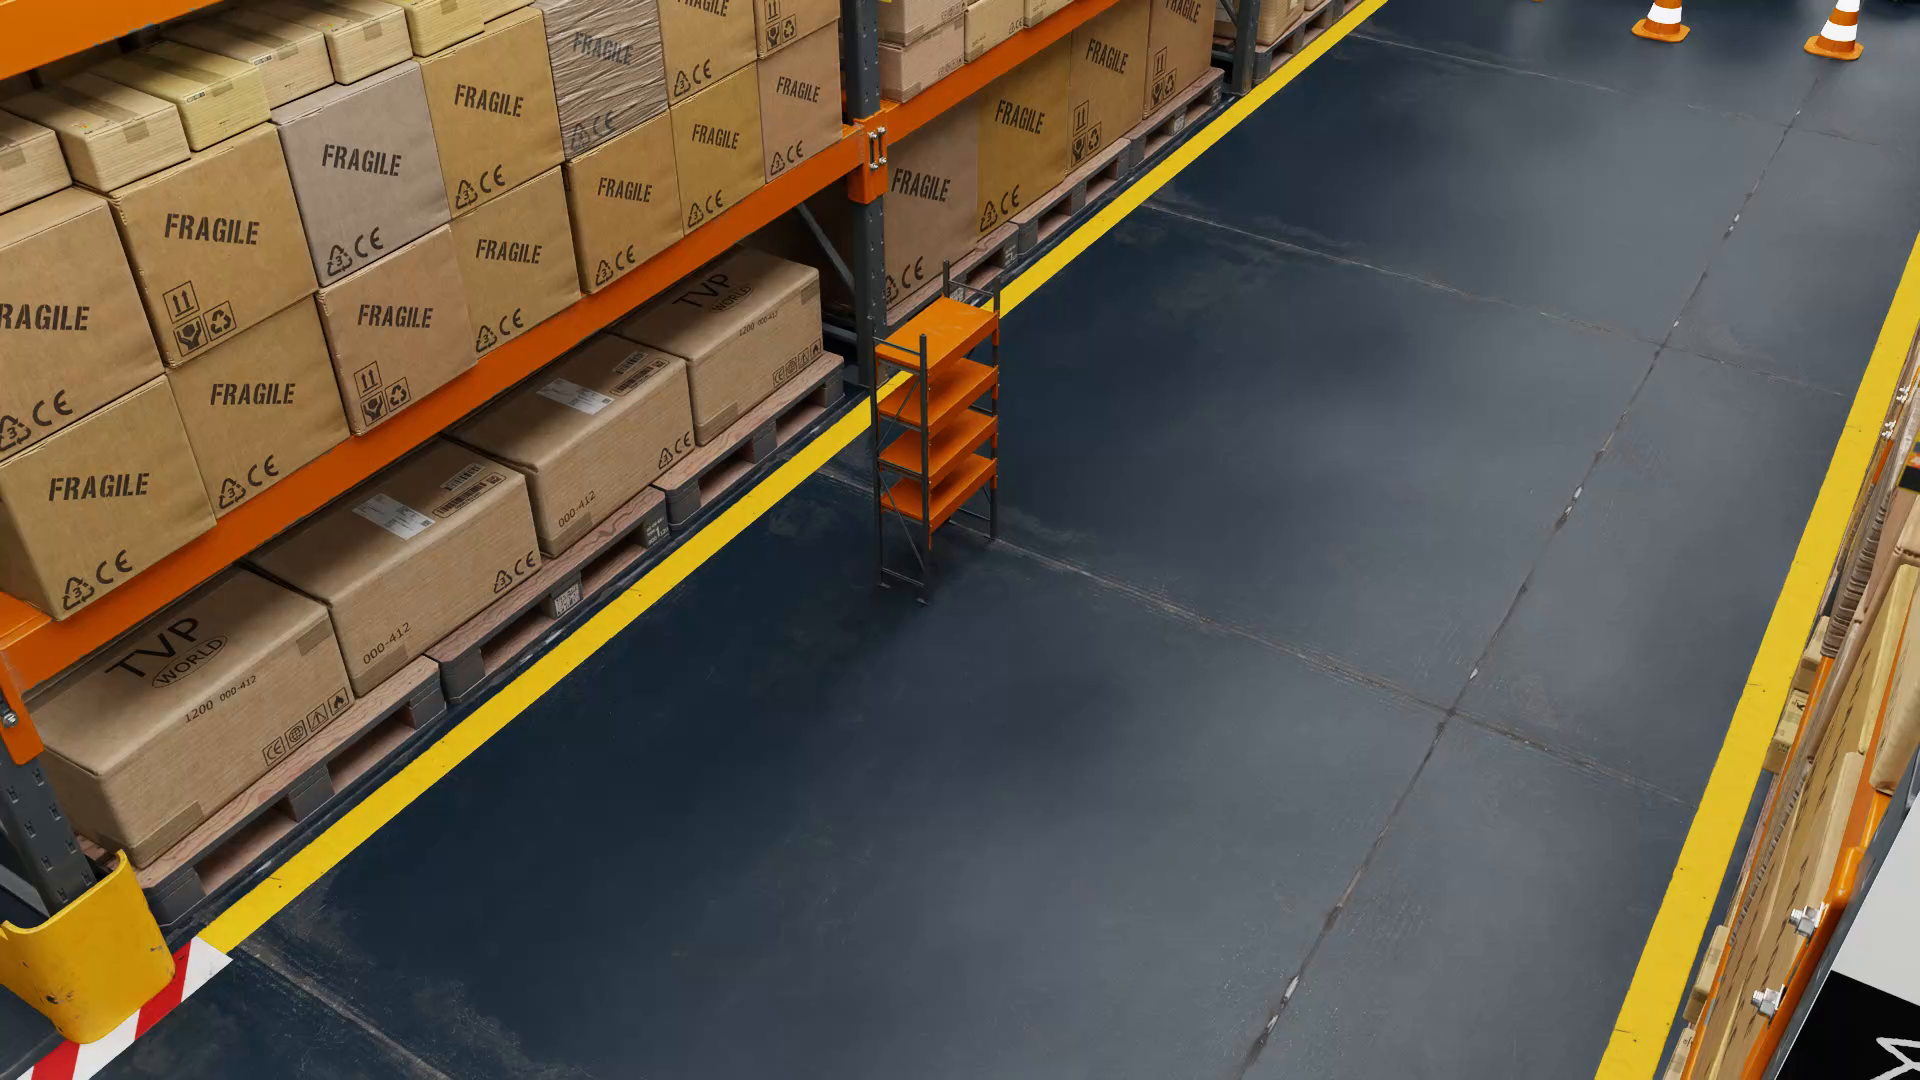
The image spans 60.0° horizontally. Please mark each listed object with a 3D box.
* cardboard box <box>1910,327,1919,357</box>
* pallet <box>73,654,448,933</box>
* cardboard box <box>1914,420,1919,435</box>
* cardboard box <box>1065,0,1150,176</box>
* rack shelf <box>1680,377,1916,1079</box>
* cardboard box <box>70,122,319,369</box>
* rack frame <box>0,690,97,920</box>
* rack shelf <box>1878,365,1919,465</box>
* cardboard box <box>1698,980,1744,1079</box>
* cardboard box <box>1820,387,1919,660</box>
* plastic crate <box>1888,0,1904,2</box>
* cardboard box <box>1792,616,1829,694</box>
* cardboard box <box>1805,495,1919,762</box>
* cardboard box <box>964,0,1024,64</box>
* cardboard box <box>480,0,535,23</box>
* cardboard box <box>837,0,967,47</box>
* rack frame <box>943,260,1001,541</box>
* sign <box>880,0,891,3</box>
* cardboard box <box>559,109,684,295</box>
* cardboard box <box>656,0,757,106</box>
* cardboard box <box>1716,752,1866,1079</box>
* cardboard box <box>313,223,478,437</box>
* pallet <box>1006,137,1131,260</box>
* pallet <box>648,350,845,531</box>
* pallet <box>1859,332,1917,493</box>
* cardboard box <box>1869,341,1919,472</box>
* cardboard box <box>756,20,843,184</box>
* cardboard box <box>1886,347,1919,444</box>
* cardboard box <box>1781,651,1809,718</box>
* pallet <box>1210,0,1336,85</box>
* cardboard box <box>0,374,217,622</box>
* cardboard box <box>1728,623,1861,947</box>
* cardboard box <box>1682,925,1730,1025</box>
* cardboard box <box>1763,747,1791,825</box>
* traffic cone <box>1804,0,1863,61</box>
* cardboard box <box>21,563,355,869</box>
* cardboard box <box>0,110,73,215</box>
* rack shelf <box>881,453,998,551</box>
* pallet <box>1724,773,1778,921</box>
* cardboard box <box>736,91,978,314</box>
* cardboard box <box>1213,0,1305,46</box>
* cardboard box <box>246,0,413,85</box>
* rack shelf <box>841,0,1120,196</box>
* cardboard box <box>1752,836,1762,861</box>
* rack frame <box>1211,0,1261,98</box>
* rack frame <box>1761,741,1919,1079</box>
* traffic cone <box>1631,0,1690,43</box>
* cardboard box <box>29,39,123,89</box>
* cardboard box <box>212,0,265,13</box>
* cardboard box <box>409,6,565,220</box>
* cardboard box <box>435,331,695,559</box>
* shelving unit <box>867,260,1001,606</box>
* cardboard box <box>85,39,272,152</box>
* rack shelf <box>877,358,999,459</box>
[{"bbox_3d":[4.463,-0.921,7.191,0.500,0.500,0.500,20,42,24],"label":"cardboard box"},{"bbox_3d":[-2.563,0.671,5.706,1.003,0.211,1.213,21,42,25],"label":"pallet"},{"bbox_3d":[2.443,-0.369,3.627,0.500,0.500,0.500,22,43,26],"label":"cardboard box"},{"bbox_3d":[0.439,-2.657,9.136,0.875,0.875,0.875,22,43,26],"label":"cardboard box"},{"bbox_3d":[2.380,0.826,3.811,1.077,0.370,4.000,21,42,25],"label":"rack shelf"},{"bbox_3d":[-2.157,-0.854,4.500,0.500,0.500,0.500,20,42,24],"label":"cardboard box"},{"bbox_3d":[-2.925,0.005,4.287,1.000,3.000,0.127,21,42,25],"label":"rack frame"},{"bbox_3d":[4.523,-1.236,6.486,1.077,0.370,4.000,21,42,25],"label":"rack shelf"},{"bbox_3d":[1.332,1.099,2.542,0.500,0.500,0.500,22,43,26],"label":"cardboard box"},{"bbox_3d":[2.414,0.031,3.928,0.500,0.500,0.500,20,42,24],"label":"cardboard box"},{"bbox_3d":[6.725,-4.042,11.792,0.662,0.188,0.450,-18,51,-22],"label":"plastic crate"},{"bbox_3d":[2.987,0.437,5.474,0.380,0.149,0.250,23,43,27],"label":"cardboard box"},{"bbox_3d":[1.886,0.169,2.929,0.500,0.500,0.500,23,43,27],"label":"cardboard box"},{"bbox_3d":[-0.047,-2.406,7.537,0.500,0.250,0.500,20,42,24],"label":"cardboard box"},{"bbox_3d":[-1.536,-1.717,5.088,0.380,0.149,0.250,21,42,25],"label":"cardboard box"},{"bbox_3d":[-0.308,-2.330,7.030,0.500,0.250,0.500,20,42,24],"label":"cardboard box"},{"bbox_3d":[0.042,-0.516,6.436,0.240,1.200,0.015,21,42,25],"label":"rack frame"},{"bbox_3d":[-0.313,-2.251,6.439,0.100,0.325,0.005,21,42,25],"label":"sign"},{"bbox_3d":[-1.343,-1.243,5.824,0.500,0.500,0.500,21,42,24],"label":"cardboard box"},{"bbox_3d":[-1.080,-1.900,5.857,0.500,0.500,0.500,21,42,24],"label":"cardboard box"},{"bbox_3d":[1.344,0.701,2.239,0.500,0.500,0.500,20,42,24],"label":"cardboard box"},{"bbox_3d":[-1.890,-0.715,5.138,0.500,0.500,0.500,21,42,25],"label":"cardboard box"},{"bbox_3d":[0.221,-2.007,9.180,1.003,0.211,1.213,21,42,25],"label":"pallet"},{"bbox_3d":[-1.256,-0.586,7.338,1.003,0.211,1.213,21,42,25],"label":"pallet"},{"bbox_3d":[4.520,-0.419,7.121,1.003,0.211,1.213,21,42,25],"label":"pallet"},{"bbox_3d":[3.911,-0.395,6.509,0.500,0.500,0.500,20,42,24],"label":"cardboard box"},{"bbox_3d":[-0.815,-1.774,6.513,0.500,0.500,0.500,22,43,26],"label":"cardboard box"},{"bbox_3d":[3.637,-0.430,5.940,0.500,0.250,0.500,20,42,24],"label":"cardboard box"},{"bbox_3d":[2.985,0.555,5.564,0.380,0.149,0.250,19,42,23],"label":"cardboard box"},{"bbox_3d":[1.781,-3.417,11.010,1.003,0.211,1.213,21,42,25],"label":"pallet"},{"bbox_3d":[-2.426,-0.188,4.456,0.500,0.500,0.500,21,42,25],"label":"cardboard box"},{"bbox_3d":[1.876,0.570,3.228,0.500,0.500,0.500,21,42,25],"label":"cardboard box"},{"bbox_3d":[2.171,1.235,4.439,0.380,0.149,0.250,22,43,26],"label":"cardboard box"},{"bbox_3d":[2.753,0.838,5.198,0.380,0.149,0.250,21,42,25],"label":"cardboard box"},{"bbox_3d":[5.744,-3.412,10.797,0.336,0.463,0.334,21,42,25],"label":"traffic cone"},{"bbox_3d":[-2.656,0.480,5.425,0.875,0.438,0.875,20,42,24],"label":"cardboard box"},{"bbox_3d":[-2.421,-0.939,4.078,0.380,0.149,0.250,22,43,26],"label":"cardboard box"},{"bbox_3d":[-0.089,-0.179,6.435,0.258,0.148,0.480,21,42,25],"label":"rack shelf"},{"bbox_3d":[3.122,0.972,5.316,1.003,0.211,1.213,21,42,25],"label":"pallet"},{"bbox_3d":[-0.517,-1.728,7.931,0.875,0.875,0.875,23,43,26],"label":"cardboard box"},{"bbox_3d":[1.672,-3.533,10.684,0.950,0.372,0.625,18,41,22],"label":"cardboard box"},{"bbox_3d":[-1.794,-1.444,4.734,0.380,0.149,0.250,22,43,26],"label":"cardboard box"},{"bbox_3d":[0.289,-2.803,8.519,1.077,0.370,4.000,21,42,25],"label":"rack shelf"},{"bbox_3d":[2.475,0.862,4.678,0.380,0.149,0.250,22,43,26],"label":"cardboard box"},{"bbox_3d":[1.361,-4.119,9.637,1.000,3.000,0.127,21,42,25],"label":"rack frame"},{"bbox_3d":[1.309,1.572,2.254,1.000,3.000,0.127,21,42,25],"label":"rack frame"},{"bbox_3d":[4.711,-3.603,11.045,0.336,0.463,0.334,21,42,25],"label":"traffic cone"},{"bbox_3d":[-2.549,-1.354,4.617,0.380,0.149,0.250,22,43,26],"label":"cardboard box"},{"bbox_3d":[-2.265,-1.614,4.955,0.380,0.149,0.250,22,43,26],"label":"cardboard box"},{"bbox_3d":[-1.621,-1.379,5.181,0.500,0.500,0.500,21,42,25],"label":"cardboard box"},{"bbox_3d":[-1.688,-0.459,6.643,0.875,0.438,0.875,20,42,24],"label":"cardboard box"},{"bbox_3d":[-0.089,-0.390,6.273,0.258,1.200,0.503,21,42,25],"label":"shelving unit"},{"bbox_3d":[-2.059,-1.177,4.387,0.380,0.149,0.250,20,42,24],"label":"cardboard box"},{"bbox_3d":[-0.089,-0.514,6.177,0.258,0.148,0.480,21,42,25],"label":"rack shelf"}]
